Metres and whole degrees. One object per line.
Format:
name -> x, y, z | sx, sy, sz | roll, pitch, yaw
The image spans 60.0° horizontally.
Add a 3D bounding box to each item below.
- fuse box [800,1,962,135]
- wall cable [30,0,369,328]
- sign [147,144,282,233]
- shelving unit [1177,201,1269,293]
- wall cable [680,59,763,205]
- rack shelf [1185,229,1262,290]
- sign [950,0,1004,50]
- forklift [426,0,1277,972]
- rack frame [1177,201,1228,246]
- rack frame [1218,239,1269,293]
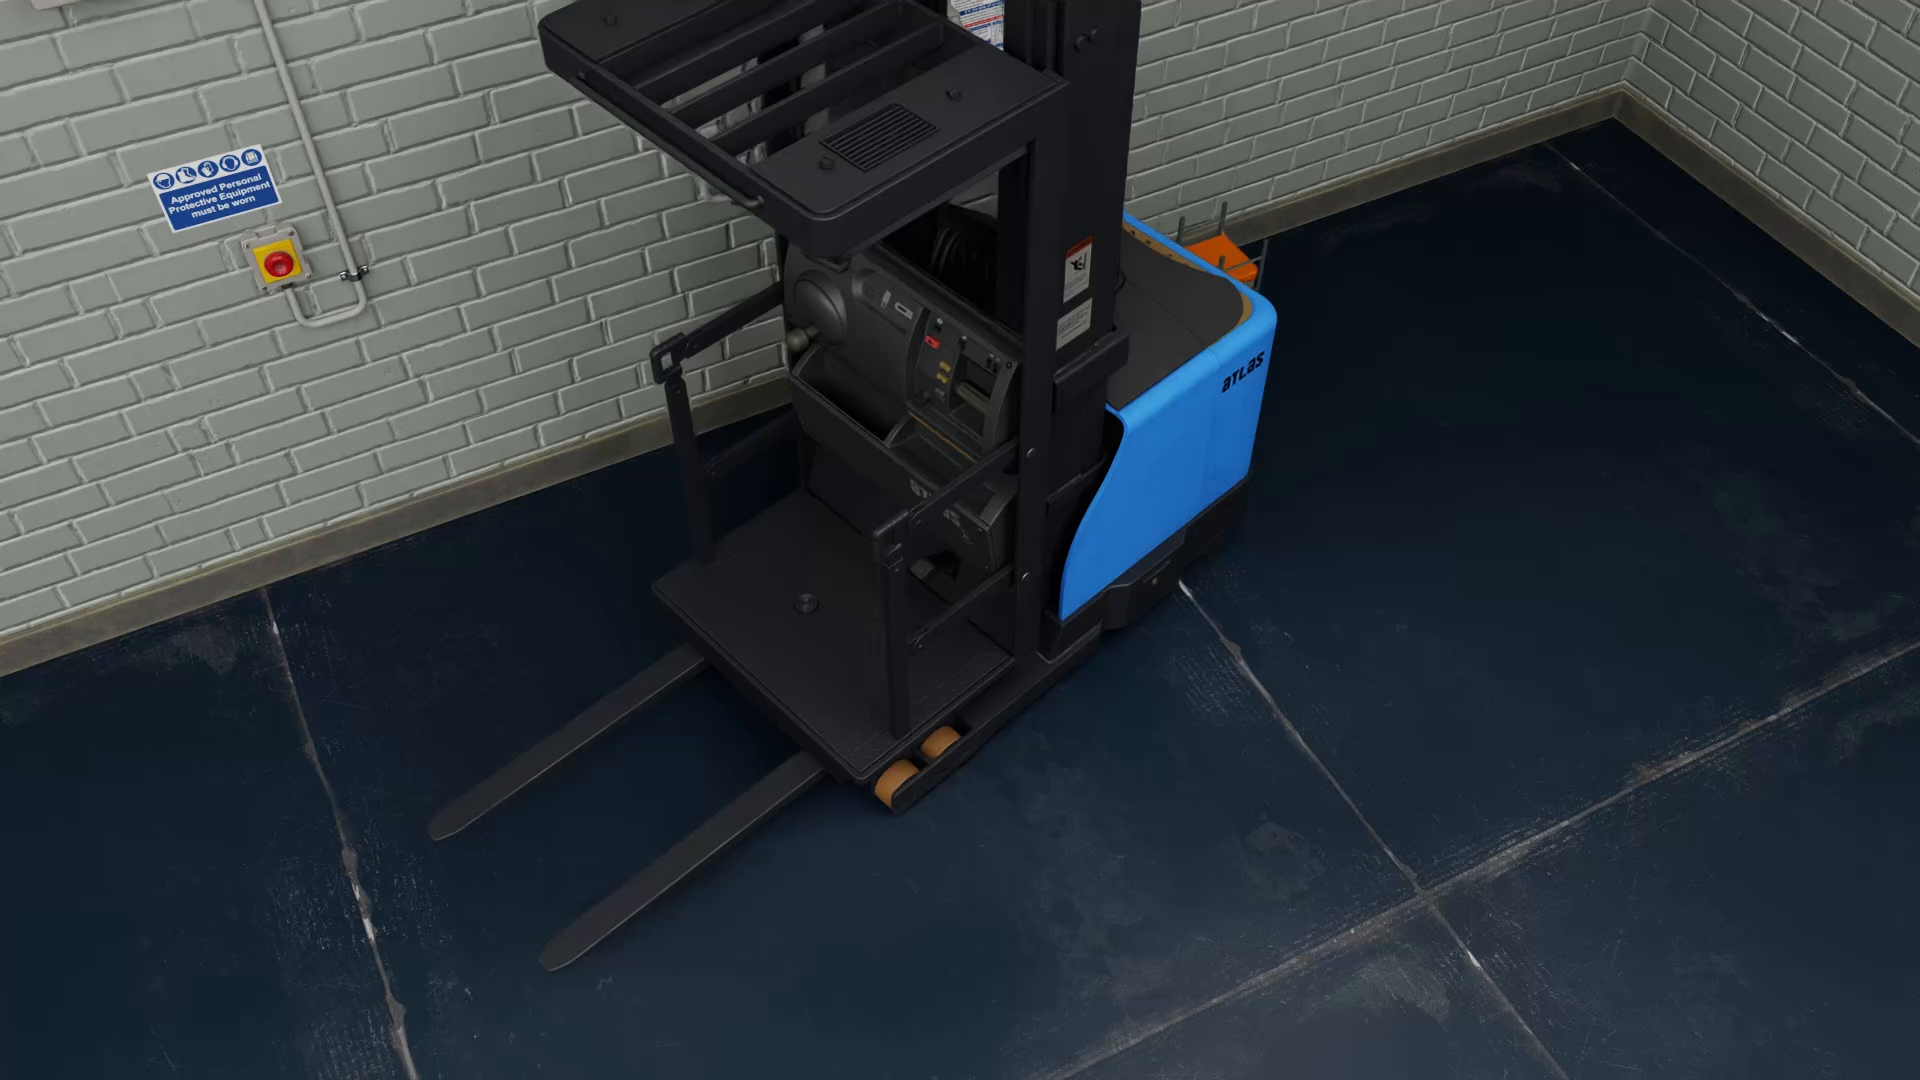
fuse box -> -0.232, -1.145, 6.114 | 0.539, 1.711, 0.414 | -21, 52, -18
wall cable -> -2.166, -1.288, 4.688 | 0.585, 1.953, 0.123 | -21, 52, -18
sign -> -2.237, -1.056, 5.002 | 0.327, 0.218, 0.001 | -21, 52, -18
shelving unit -> 0.916, -0.740, 6.198 | 0.215, 1.050, 0.252 | -22, 52, -19
wall cable -> -0.911, -1.774, 5.134 | 0.588, 1.984, 0.122 | -21, 52, -18
rack shelf -> 0.919, -0.921, 5.993 | 0.215, 0.259, 0.240 | -22, 52, -19
sign -> 0.113, -1.846, 5.935 | 0.329, 0.494, 0.001 | -21, 52, -18
forklift -> -0.339, -0.527, 4.764 | 3.031, 2.935, 1.130 | -36, 58, -27
rack frame -> 0.857, -0.820, 6.268 | 0.200, 1.050, 0.008 | -22, 52, -19
rack frame -> 0.976, -0.659, 6.127 | 0.200, 1.050, 0.008 | -22, 52, -19
